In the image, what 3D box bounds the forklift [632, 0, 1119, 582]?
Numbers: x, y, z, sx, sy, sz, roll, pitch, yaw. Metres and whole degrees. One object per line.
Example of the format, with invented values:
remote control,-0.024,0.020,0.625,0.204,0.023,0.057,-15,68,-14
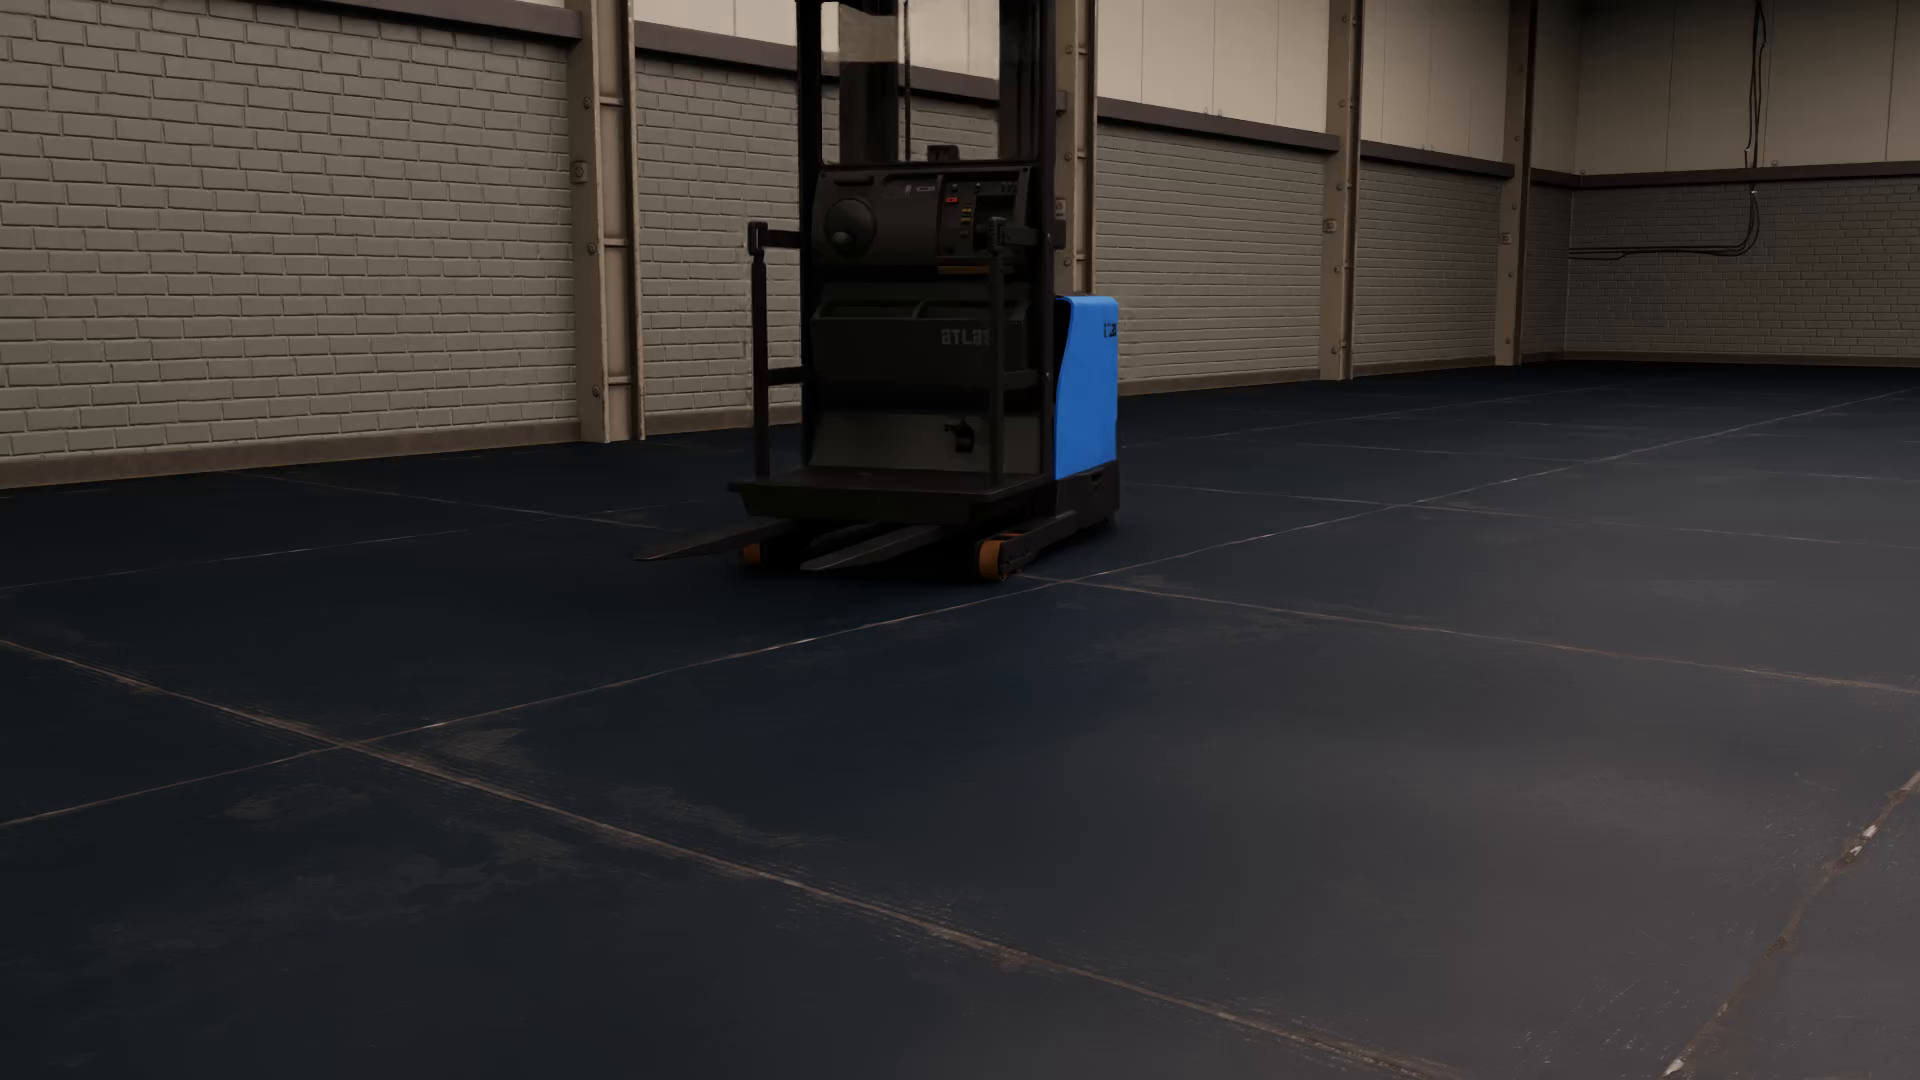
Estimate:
forklift,-0.236,-1.357,6.558,1.130,2.935,3.031,3,9,20
